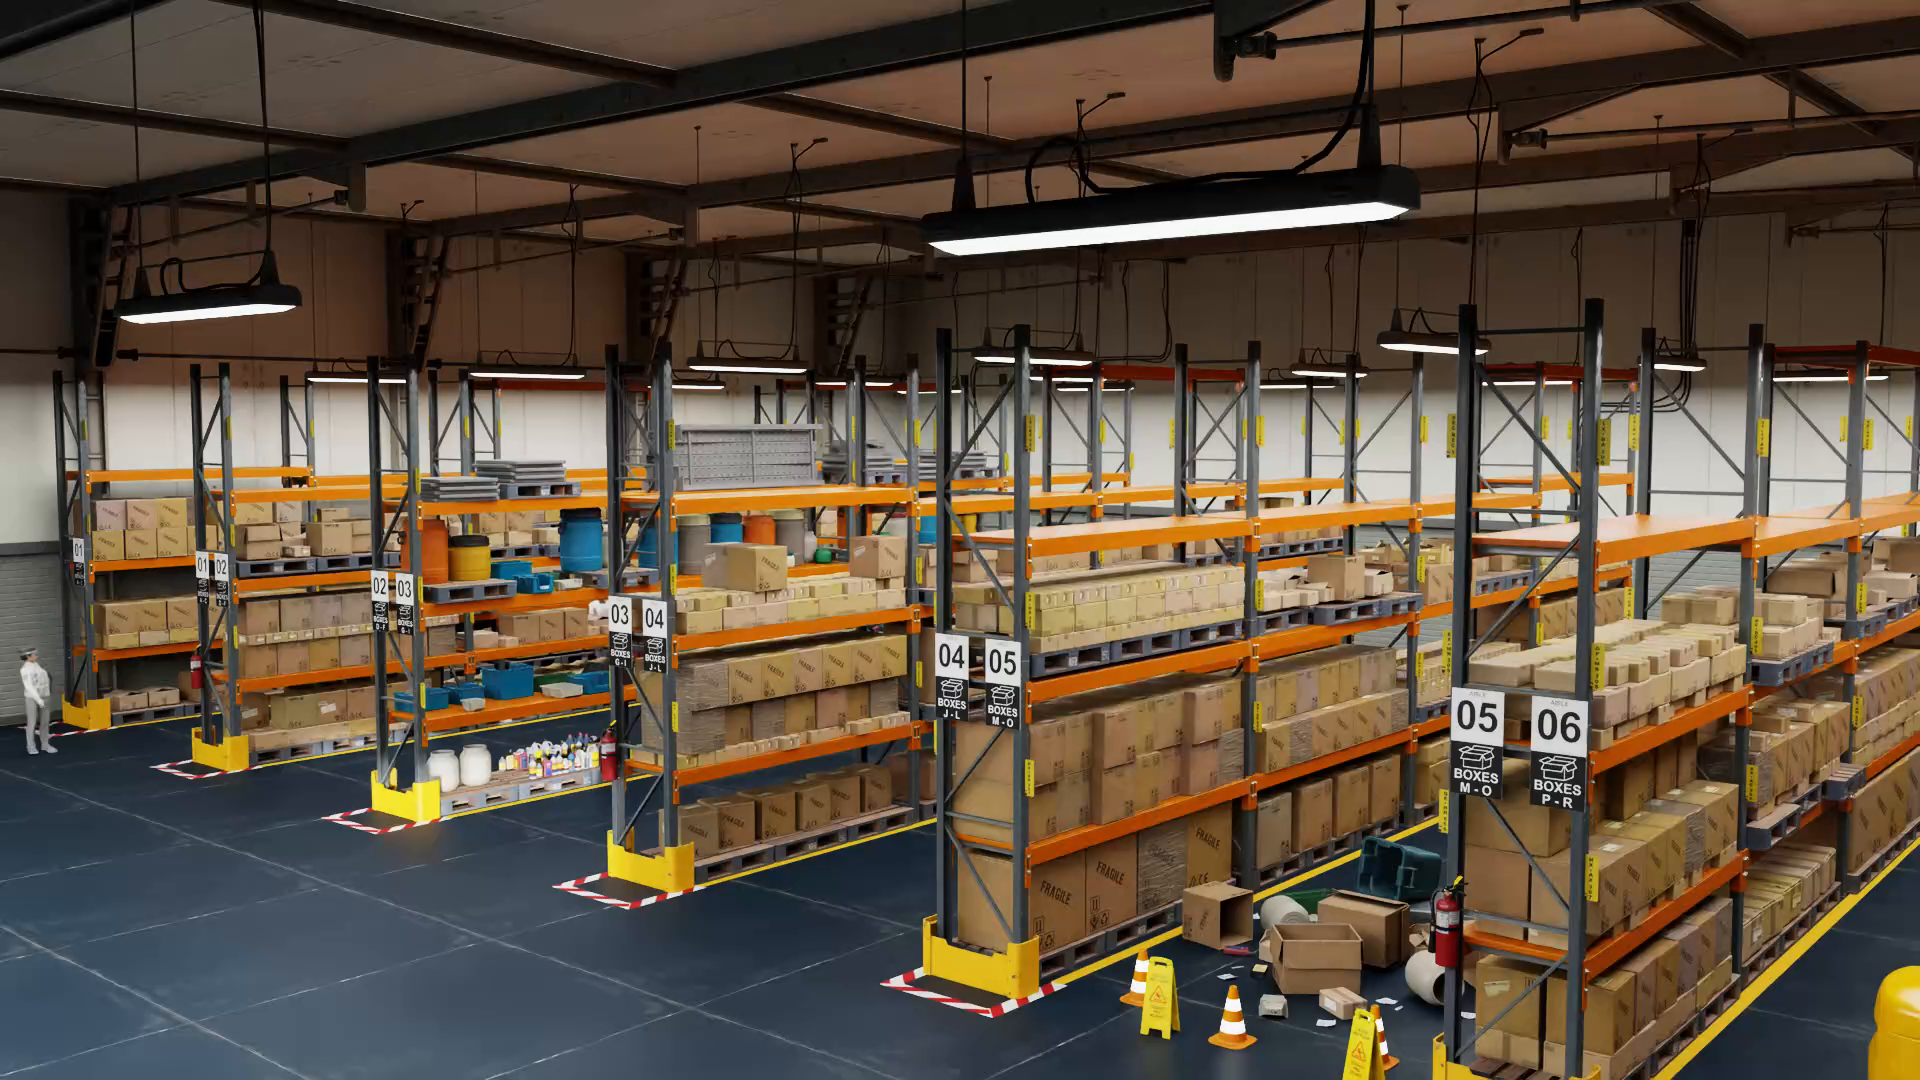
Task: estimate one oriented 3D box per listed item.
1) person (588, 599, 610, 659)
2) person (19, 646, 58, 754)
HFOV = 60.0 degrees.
[{"bbox_3d":[-7.314,1.833,34.095,0.625,1.768,0.474,-2,4,-21],"label":"person"},{"bbox_3d":[-14.242,2.474,25.712,0.553,1.684,0.514,2,4,22],"label":"person"}]
